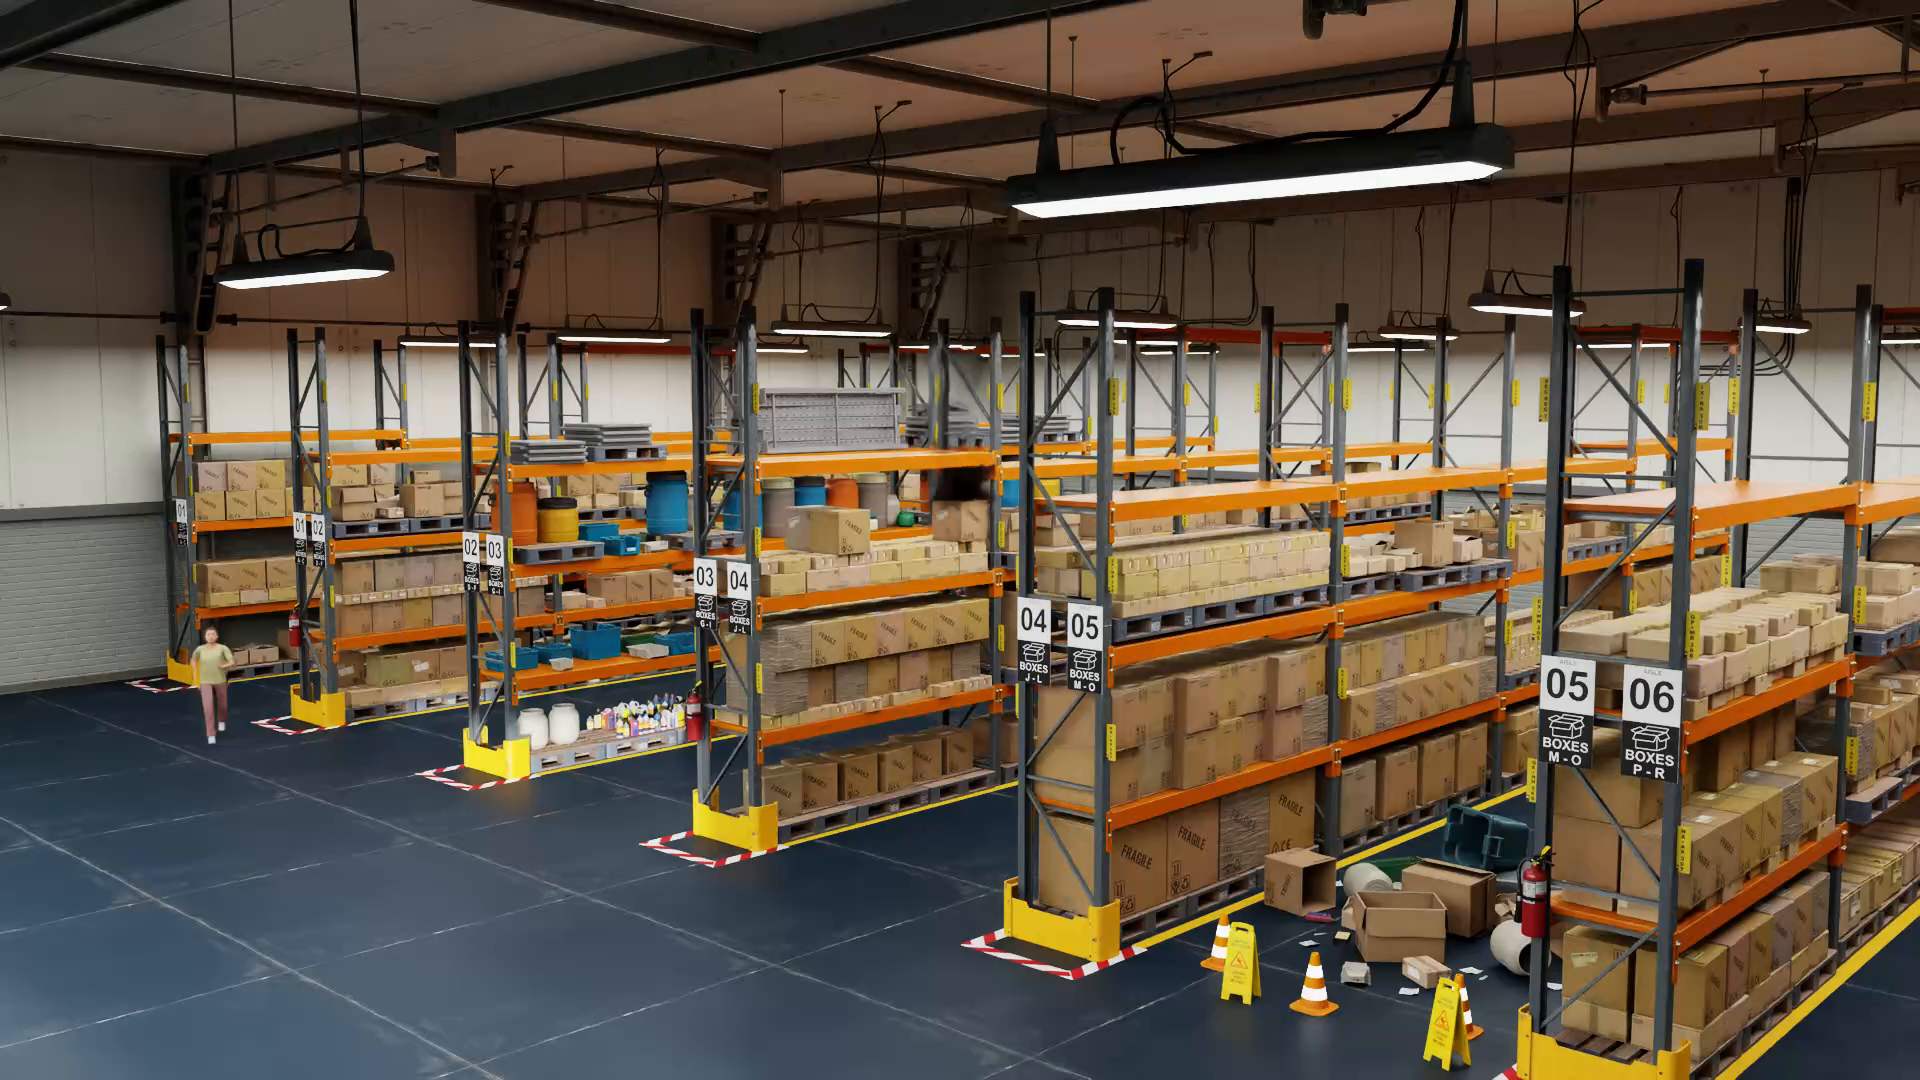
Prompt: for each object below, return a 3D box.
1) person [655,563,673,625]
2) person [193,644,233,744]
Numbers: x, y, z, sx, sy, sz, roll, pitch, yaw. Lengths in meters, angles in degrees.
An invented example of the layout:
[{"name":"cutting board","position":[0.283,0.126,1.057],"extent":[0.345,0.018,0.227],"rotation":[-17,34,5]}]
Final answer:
[{"name":"person","position":[-5.865,1.226,33.138],"extent":[0.625,1.654,0.724],"rotation":[4,7,35]},{"name":"person","position":[-10.795,2.198,24.064],"extent":[0.542,1.387,0.934],"rotation":[-2,6,-21]}]
